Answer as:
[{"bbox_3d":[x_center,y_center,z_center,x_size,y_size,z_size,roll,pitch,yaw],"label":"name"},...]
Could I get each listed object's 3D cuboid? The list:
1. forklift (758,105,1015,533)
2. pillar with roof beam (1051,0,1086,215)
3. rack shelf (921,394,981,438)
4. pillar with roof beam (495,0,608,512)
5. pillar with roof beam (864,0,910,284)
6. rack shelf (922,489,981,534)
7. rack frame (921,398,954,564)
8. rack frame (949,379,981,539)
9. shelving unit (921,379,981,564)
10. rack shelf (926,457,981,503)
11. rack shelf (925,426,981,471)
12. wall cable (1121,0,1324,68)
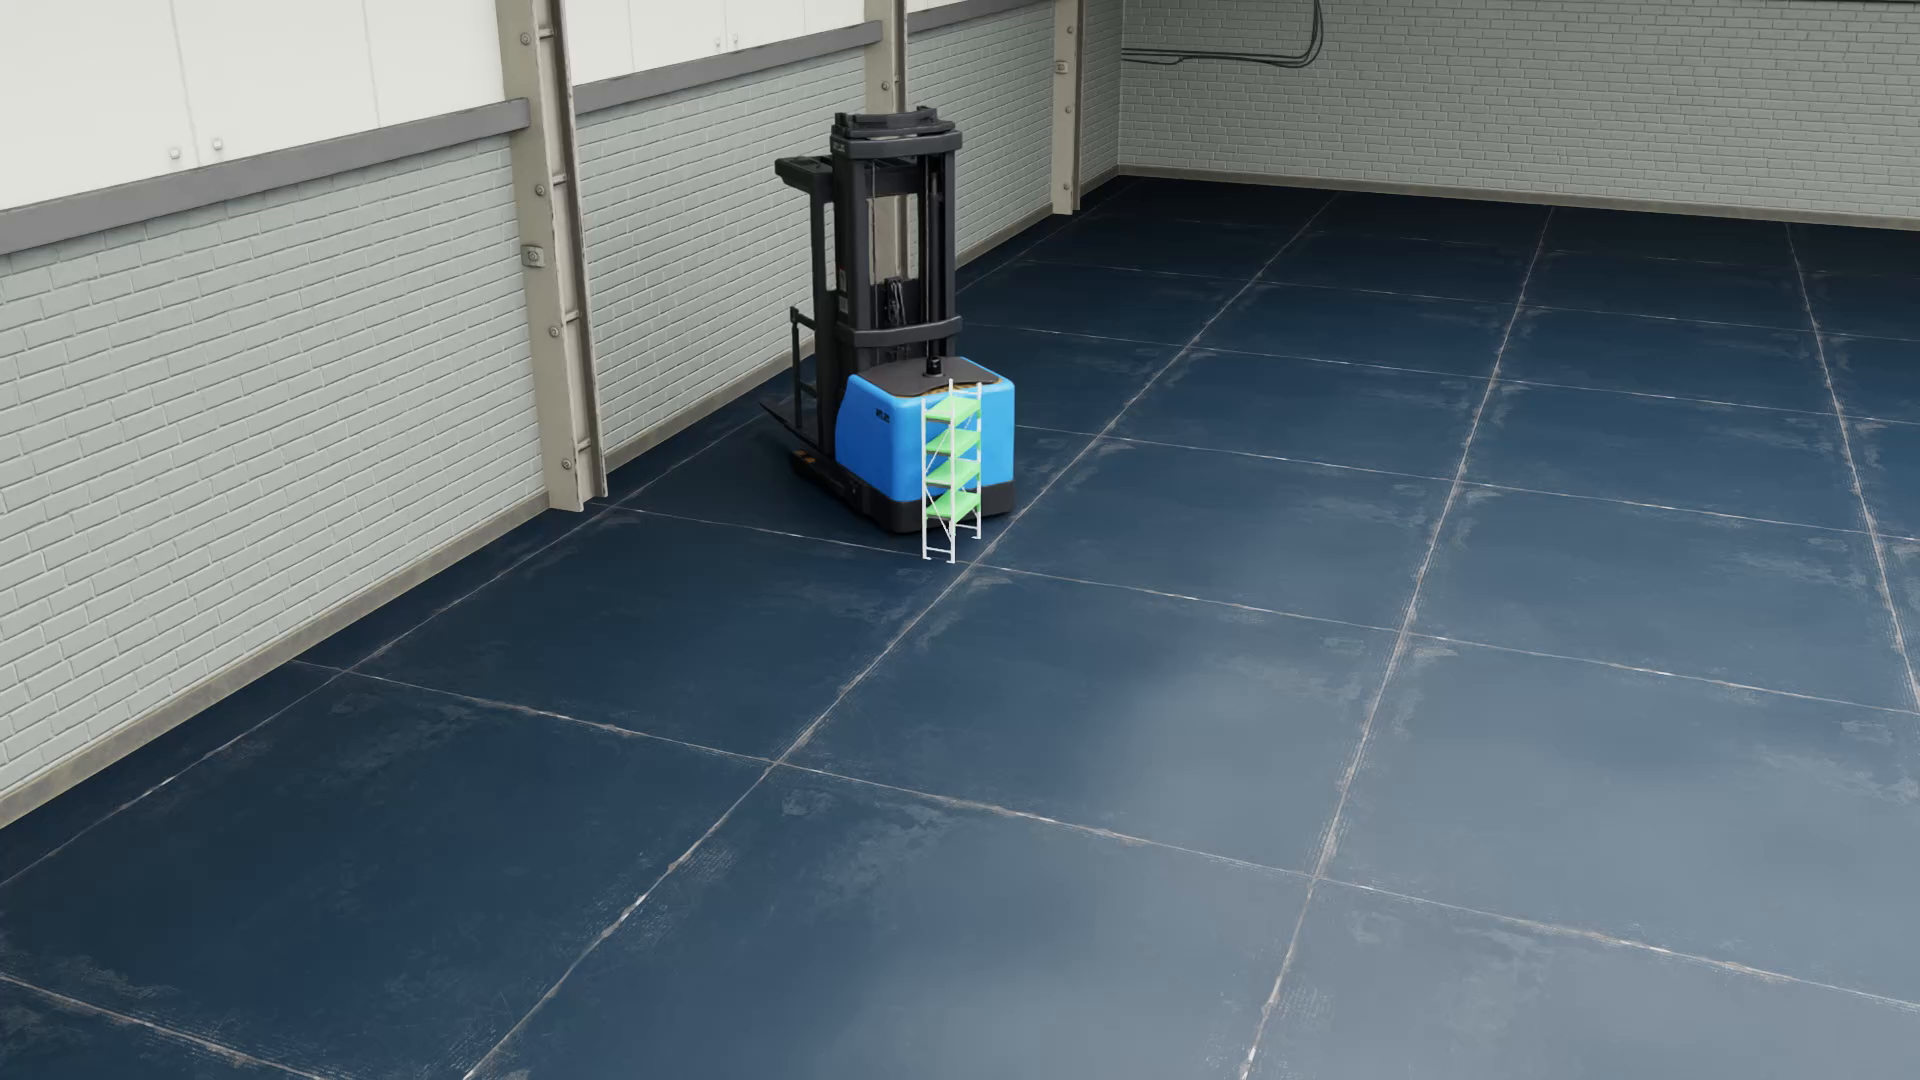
[{"bbox_3d":[-0.743,-1.930,13.068,1.130,2.935,3.031,-12,26,-27],"label":"forklift"},{"bbox_3d":[5.468,-8.136,20.052,9.100,9.000,0.400,9,24,20],"label":"pillar with roof beam"},{"bbox_3d":[-0.058,-0.875,11.709,0.258,0.148,0.480,9,24,21],"label":"rack shelf"},{"bbox_3d":[1.011,-3.842,9.772,9.100,9.000,0.400,9,24,20],"label":"pillar with roof beam"},{"bbox_3d":[3.240,-5.989,14.912,9.100,9.000,0.400,9,24,20],"label":"pillar with roof beam"},{"bbox_3d":[-0.058,-0.211,11.987,0.258,0.148,0.480,9,24,21],"label":"rack shelf"},{"bbox_3d":[-0.153,-0.405,11.662,0.240,1.200,0.015,9,24,21],"label":"rack frame"},{"bbox_3d":[0.037,-0.578,12.077,0.240,1.200,0.015,9,24,21],"label":"rack frame"},{"bbox_3d":[-0.058,-0.491,11.869,0.258,1.200,0.503,9,24,21],"label":"shelving unit"},{"bbox_3d":[-0.058,-0.432,11.894,0.258,0.148,0.480,9,24,21],"label":"rack shelf"},{"bbox_3d":[-0.058,-0.654,11.802,0.258,0.148,0.480,9,24,21],"label":"rack shelf"},{"bbox_3d":[3.793,-8.184,24.197,3.097,2.526,0.112,9,24,20],"label":"wall cable"}]
